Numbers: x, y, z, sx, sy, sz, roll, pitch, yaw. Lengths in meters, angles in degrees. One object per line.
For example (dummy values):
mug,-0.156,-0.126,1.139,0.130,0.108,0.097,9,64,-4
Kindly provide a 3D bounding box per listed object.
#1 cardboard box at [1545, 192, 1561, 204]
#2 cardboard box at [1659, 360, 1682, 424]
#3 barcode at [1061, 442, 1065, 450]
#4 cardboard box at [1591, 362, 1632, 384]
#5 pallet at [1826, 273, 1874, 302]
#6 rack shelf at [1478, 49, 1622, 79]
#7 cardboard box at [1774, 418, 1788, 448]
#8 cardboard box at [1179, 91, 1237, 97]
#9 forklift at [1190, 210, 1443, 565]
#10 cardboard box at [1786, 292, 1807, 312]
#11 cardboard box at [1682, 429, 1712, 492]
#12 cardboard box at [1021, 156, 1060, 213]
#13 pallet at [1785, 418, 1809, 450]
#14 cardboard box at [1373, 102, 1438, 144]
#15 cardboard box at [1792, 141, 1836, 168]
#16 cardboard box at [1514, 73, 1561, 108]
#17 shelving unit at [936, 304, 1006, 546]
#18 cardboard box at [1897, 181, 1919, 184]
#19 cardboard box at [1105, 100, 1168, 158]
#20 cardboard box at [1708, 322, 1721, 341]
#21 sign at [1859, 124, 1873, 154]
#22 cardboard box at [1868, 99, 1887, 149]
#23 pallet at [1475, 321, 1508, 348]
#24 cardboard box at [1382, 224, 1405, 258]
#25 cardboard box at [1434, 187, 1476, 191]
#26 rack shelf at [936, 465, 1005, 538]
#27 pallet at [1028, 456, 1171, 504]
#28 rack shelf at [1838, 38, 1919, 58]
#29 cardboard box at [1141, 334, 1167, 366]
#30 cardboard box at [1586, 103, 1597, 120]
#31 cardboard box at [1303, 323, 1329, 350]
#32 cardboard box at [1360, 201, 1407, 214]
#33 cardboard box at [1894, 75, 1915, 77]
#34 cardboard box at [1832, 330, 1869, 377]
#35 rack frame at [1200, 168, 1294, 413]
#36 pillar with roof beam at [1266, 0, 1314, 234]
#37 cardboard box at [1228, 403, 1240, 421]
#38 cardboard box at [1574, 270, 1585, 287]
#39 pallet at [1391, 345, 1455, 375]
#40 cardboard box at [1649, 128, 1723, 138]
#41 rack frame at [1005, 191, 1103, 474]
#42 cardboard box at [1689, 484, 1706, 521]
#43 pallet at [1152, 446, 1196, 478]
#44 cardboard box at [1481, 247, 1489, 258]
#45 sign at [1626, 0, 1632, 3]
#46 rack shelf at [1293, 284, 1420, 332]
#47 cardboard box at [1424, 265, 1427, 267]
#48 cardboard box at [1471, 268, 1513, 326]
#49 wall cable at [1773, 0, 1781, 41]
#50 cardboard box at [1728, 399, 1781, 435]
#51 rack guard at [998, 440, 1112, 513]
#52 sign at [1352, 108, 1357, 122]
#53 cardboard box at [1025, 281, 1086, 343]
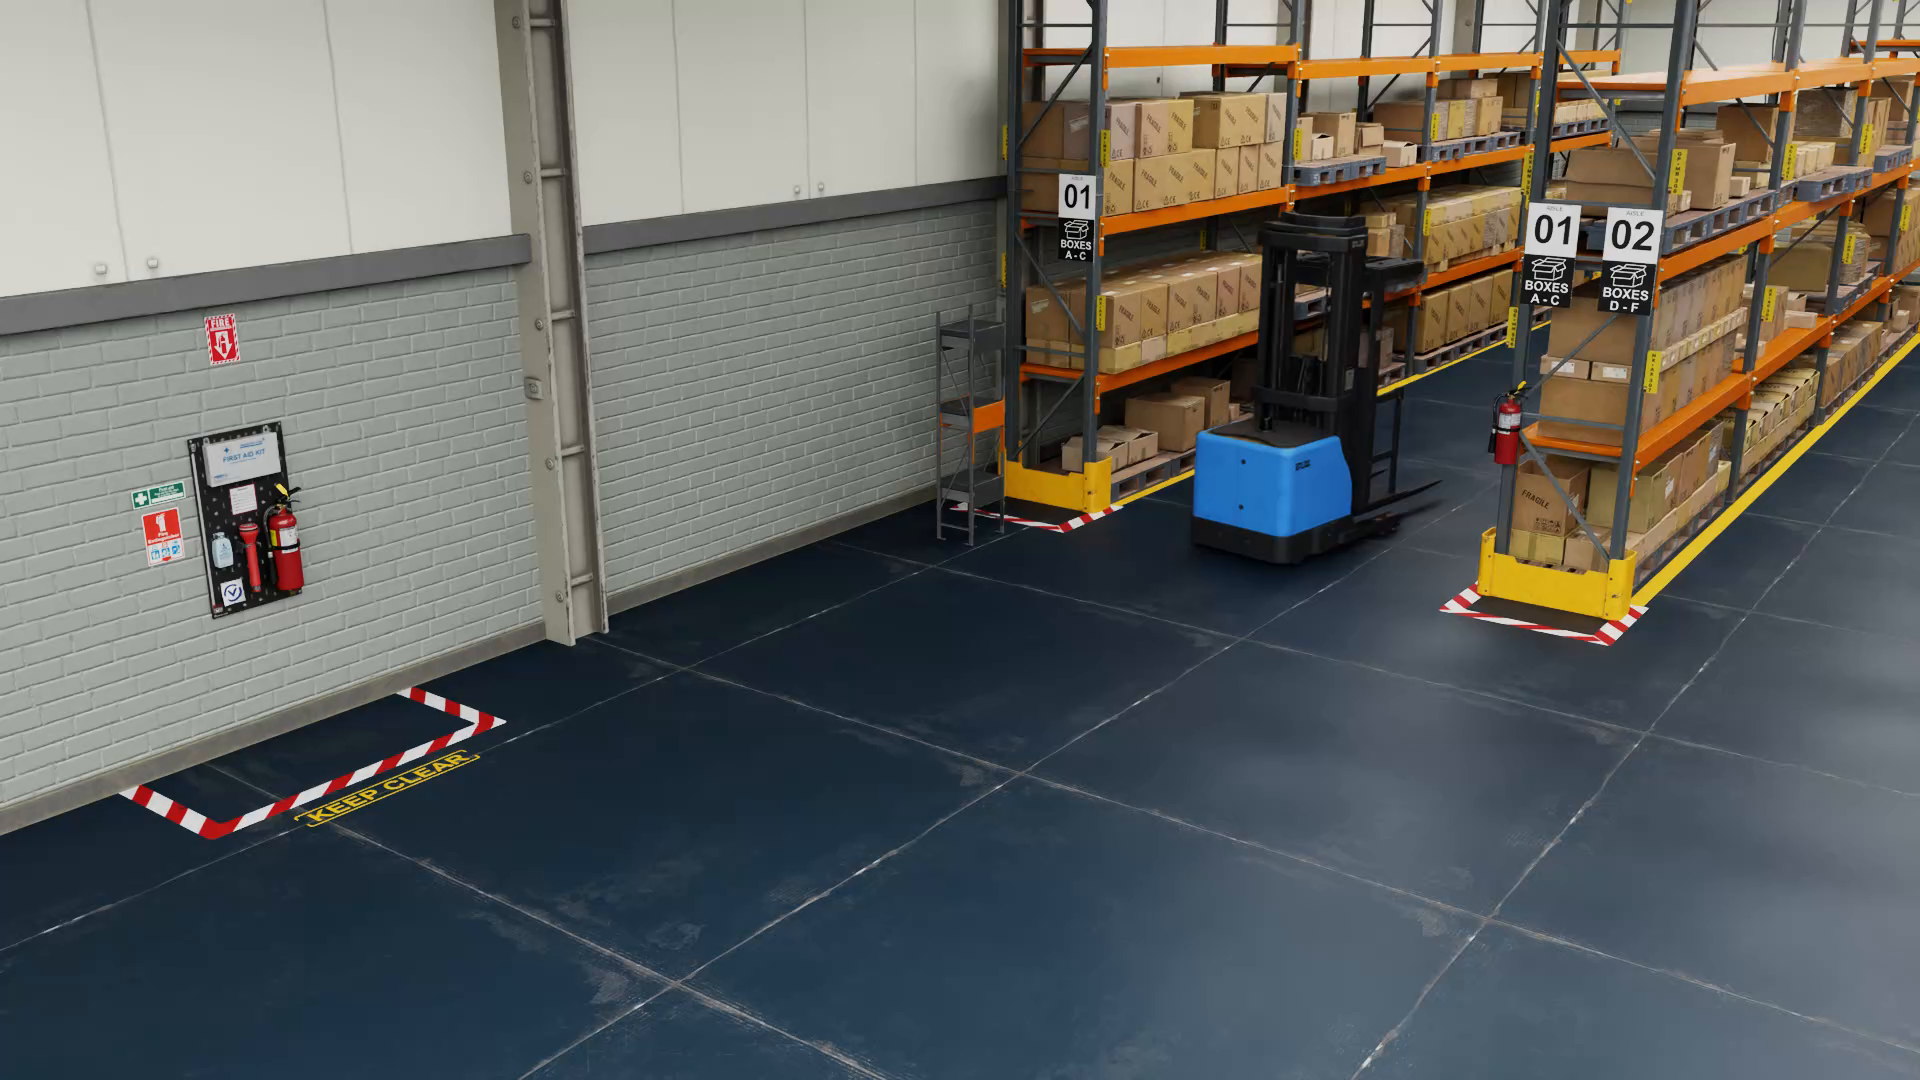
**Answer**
cardboard box,8.807,-5.109,26.140,0.980,0.700,0.700,12,21,33
cardboard box,5.760,-1.334,14.320,0.700,0.500,0.500,13,21,35
barcode,1.056,-0.963,17.070,0.001,0.075,0.075,12,21,35
cardboard box,5.269,-1.347,13.268,0.380,0.149,0.250,12,21,34
pallet,10.784,-3.212,20.860,1.003,0.211,1.213,12,21,35
rack shelf,9.224,-7.474,26.031,1.077,0.370,4.000,12,21,35
cardboard box,8.601,-1.193,17.963,0.500,0.250,0.500,13,21,36
cardboard box,2.744,-4.663,18.261,0.500,0.500,0.500,13,21,36
forklift,3.468,-1.539,15.262,1.130,2.935,3.031,16,24,42
cardboard box,9.377,-2.718,19.096,0.500,0.311,0.500,14,22,38
cardboard box,6.543,-0.747,15.261,0.500,0.500,0.500,12,21,35
cardboard box,0.927,-3.443,16.018,0.500,0.500,0.500,14,22,39
pallet,9.107,-1.319,19.141,1.003,0.211,1.213,12,21,35
cardboard box,5.886,-5.528,22.025,0.700,0.500,0.500,11,20,30
cardboard box,9.404,-4.283,18.472,0.500,0.250,0.500,11,20,31
cardboard box,8.682,-6.755,24.997,0.500,0.500,0.500,12,21,34
shelving unit,0.099,-1.042,15.066,0.431,2.100,0.503,12,21,35
cardboard box,14.051,-4.995,24.424,0.500,0.500,0.500,13,22,36
cardboard box,1.646,-3.936,15.919,0.500,0.500,0.500,12,21,34
cardboard box,6.648,-1.900,15.048,0.380,0.149,0.250,12,21,34
sign,10.070,-4.457,18.482,0.100,0.325,0.005,12,21,35
cardboard box,11.273,-5.251,20.998,0.600,0.600,0.600,12,21,34
pallet,7.633,-3.138,25.000,1.003,0.211,1.213,12,21,35
cardboard box,5.376,-3.858,21.707,0.700,0.500,0.500,10,20,28
cardboard box,7.242,-5.035,24.438,0.500,0.250,0.500,13,21,35
rack shelf,0.099,-0.361,15.277,0.431,0.518,0.480,12,21,35
pallet,1.440,-0.682,17.092,1.003,0.211,1.213,12,21,35
rack shelf,13.204,-6.789,23.156,1.077,0.370,4.000,12,21,35
cardboard box,1.726,-1.933,16.636,0.500,0.250,0.500,12,21,33
cardboard box,9.883,-6.883,26.676,0.500,0.250,0.500,11,21,33
cardboard box,4.257,-2.544,20.594,0.500,0.250,0.500,12,21,33
cardboard box,5.710,-4.426,22.475,0.500,0.250,0.500,13,22,36
cardboard box,13.737,-6.474,24.126,0.700,0.500,0.500,12,21,35
cardboard box,11.348,-2.405,21.410,0.500,0.500,0.500,13,21,35
rack frame,3.265,-2.762,19.085,1.000,3.000,0.127,12,21,35
pillar with roof beam,7.637,-5.662,18.309,9.100,9.000,0.400,12,21,35
cardboard box,2.970,-1.486,19.012,0.380,0.166,0.250,9,20,28
cardboard box,10.078,-4.442,28.003,0.700,0.500,0.500,12,21,35
pallet,6.179,-2.557,23.128,1.003,0.211,1.213,12,21,35
cardboard box,6.734,-3.561,15.490,0.500,0.500,0.500,15,22,39
rack frame,0.882,-1.809,16.017,1.000,3.000,0.127,12,21,35
cardboard box,6.553,-0.386,15.365,0.500,0.250,0.500,12,21,35
pallet,2.167,-0.972,18.024,1.003,0.211,1.213,12,21,35
cardboard box,7.427,-4.188,24.069,0.380,0.149,0.250,12,21,35
sign,10.843,-8.869,26.929,0.100,0.325,0.005,12,21,35
rack shelf,4.457,-2.894,20.726,1.077,0.370,4.000,12,21,35
cardboard box,6.031,-3.641,22.308,0.380,0.149,0.250,12,21,34
cardboard box,7.749,-3.663,24.905,0.750,0.750,0.750,13,21,35
wall cable,16.245,-10.220,29.706,3.097,2.526,0.112,12,21,35
cardboard box,8.302,-1.339,17.485,0.500,0.311,0.500,12,21,33
rack guard,0.927,-0.633,16.446,1.175,0.500,0.348,12,21,35
sign,5.208,-5.532,21.942,0.100,0.325,0.005,12,21,35
cardboard box,0.992,-2.255,16.408,0.500,0.500,0.500,12,21,34
